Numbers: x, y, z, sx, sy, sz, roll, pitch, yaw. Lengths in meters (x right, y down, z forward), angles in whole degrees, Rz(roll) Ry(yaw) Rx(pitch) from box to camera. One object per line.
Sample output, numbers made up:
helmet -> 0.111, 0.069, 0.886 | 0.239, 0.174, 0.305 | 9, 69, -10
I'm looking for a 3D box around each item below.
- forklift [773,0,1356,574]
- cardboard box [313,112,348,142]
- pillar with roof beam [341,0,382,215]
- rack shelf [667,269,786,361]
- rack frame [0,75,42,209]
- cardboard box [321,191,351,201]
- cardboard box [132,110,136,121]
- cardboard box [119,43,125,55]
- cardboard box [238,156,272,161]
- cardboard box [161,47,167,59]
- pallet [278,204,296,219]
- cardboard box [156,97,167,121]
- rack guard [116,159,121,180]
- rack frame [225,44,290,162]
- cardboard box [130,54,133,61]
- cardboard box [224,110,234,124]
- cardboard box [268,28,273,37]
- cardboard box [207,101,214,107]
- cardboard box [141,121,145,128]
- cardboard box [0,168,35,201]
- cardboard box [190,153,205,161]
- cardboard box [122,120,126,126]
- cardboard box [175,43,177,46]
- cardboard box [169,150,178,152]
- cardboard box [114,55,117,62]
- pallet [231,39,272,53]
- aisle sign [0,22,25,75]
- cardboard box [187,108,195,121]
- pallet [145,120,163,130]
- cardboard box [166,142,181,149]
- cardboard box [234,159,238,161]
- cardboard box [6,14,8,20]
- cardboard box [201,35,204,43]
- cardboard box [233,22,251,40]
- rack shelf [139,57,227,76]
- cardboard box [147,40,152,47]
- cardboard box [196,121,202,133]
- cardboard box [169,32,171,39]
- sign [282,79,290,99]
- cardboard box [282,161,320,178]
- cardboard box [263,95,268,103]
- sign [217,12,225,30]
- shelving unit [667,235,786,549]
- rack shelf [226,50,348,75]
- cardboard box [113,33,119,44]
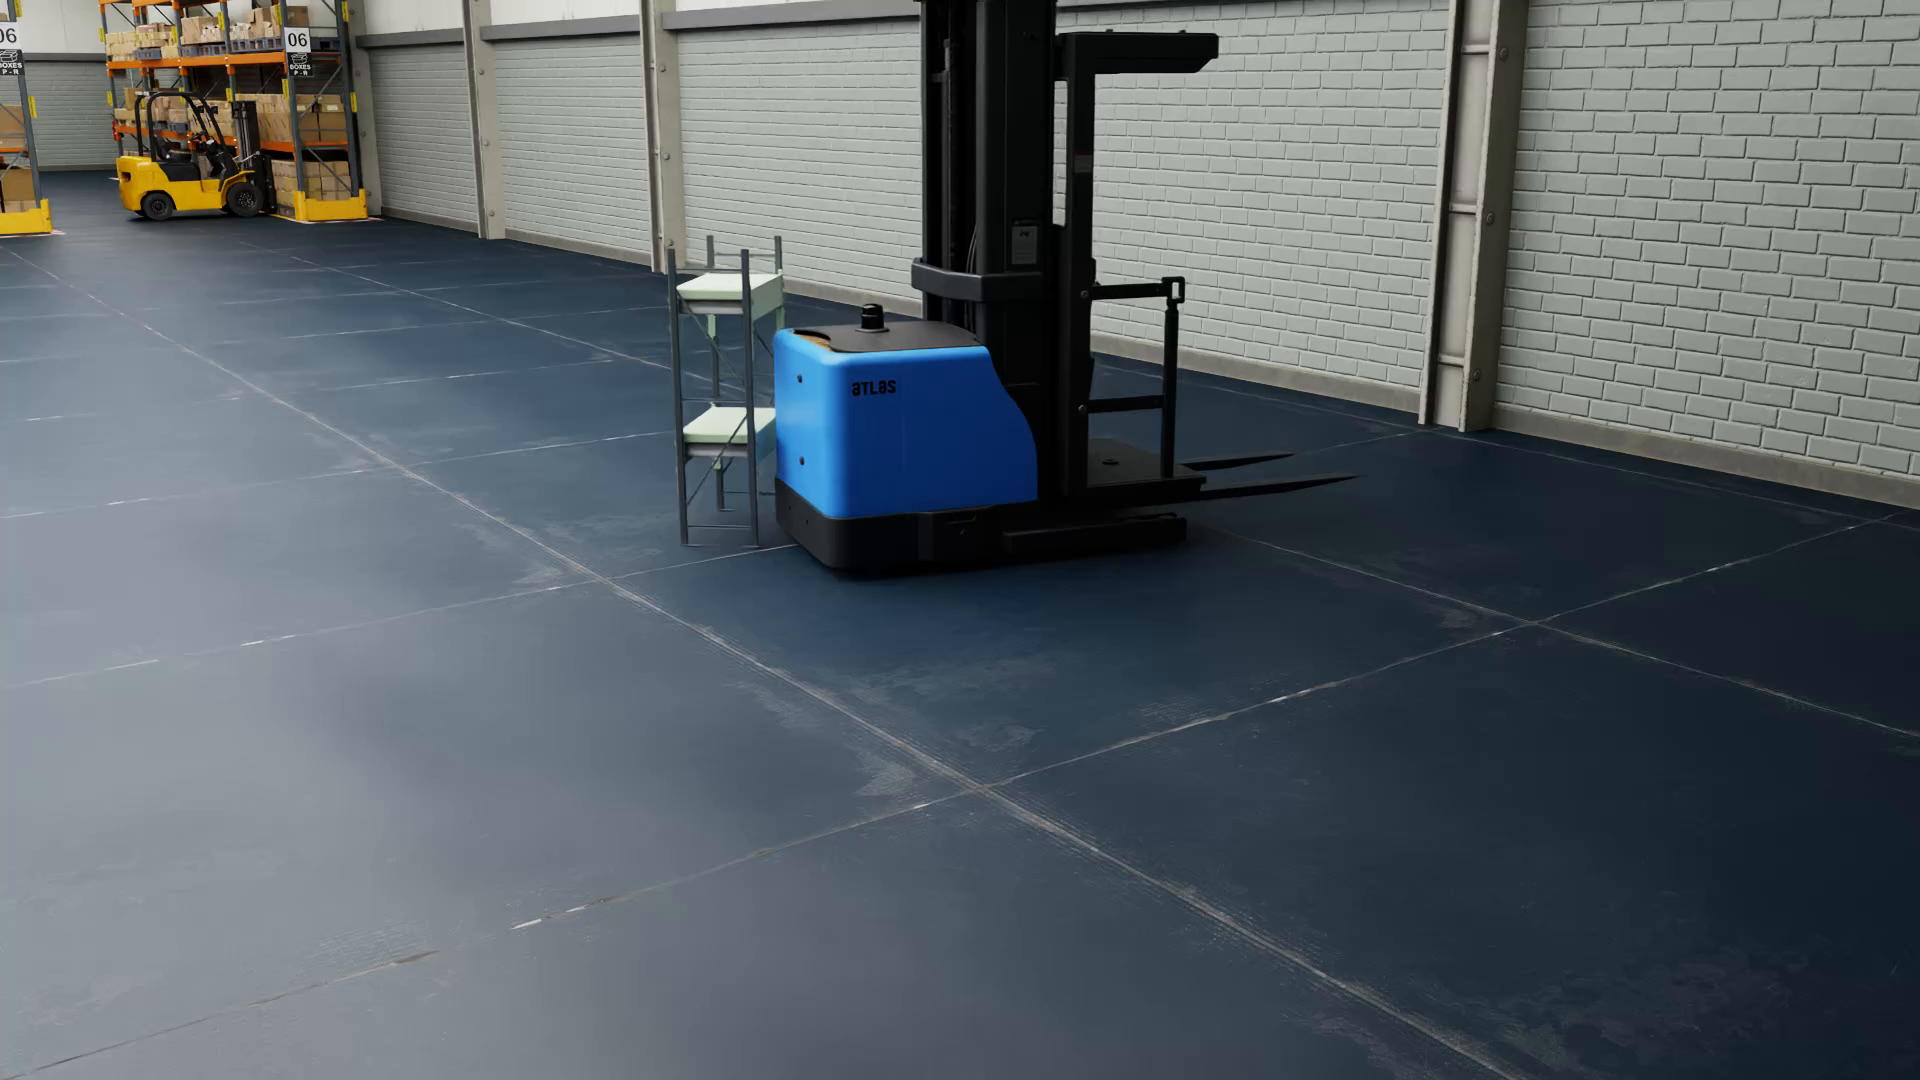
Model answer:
forklift -> 0.612, -1.478, 8.422 | 3.031, 2.935, 1.130 | -6, 16, -21
cardboard box -> -11.079, -7.274, 29.282 | 0.500, 0.500, 0.500 | -10, 18, -33
pillar with roof beam -> -14.175, -9.591, 26.572 | 9.100, 9.000, 0.400 | -11, 19, -35
rack shelf -> -1.179, -1.160, 8.494 | 0.431, 0.370, 0.720 | 2, 15, 6
rack frame -> -15.025, -6.306, 25.933 | 1.000, 3.000, 0.127 | -11, 19, -35
cardboard box -> -11.143, -6.089, 29.553 | 0.500, 0.250, 0.500 | -11, 19, -34
cardboard box -> -19.154, -9.995, 39.132 | 0.500, 0.250, 0.500 | -11, 19, -35
cardboard box -> -19.451, -11.551, 39.136 | 0.500, 0.250, 0.500 | -11, 19, -35
cardboard box -> -13.333, -7.138, 31.492 | 0.500, 0.250, 0.500 | -11, 19, -35
cardboard box -> -16.805, -10.446, 35.661 | 0.500, 0.250, 0.500 | -11, 19, -35
pallet -> -11.496, -5.889, 29.692 | 1.003, 0.211, 1.213 | -11, 19, -35
cardboard box -> -17.198, -9.474, 36.524 | 0.700, 0.500, 0.500 | -11, 19, -35
rack guard -> -20.375, -9.272, 41.505 | 1.175, 0.500, 0.348 | -11, 19, -35
rack frame -> -13.364, -7.931, 31.872 | 1.000, 3.000, 0.127 | -11, 19, -35
cardboard box -> -18.951, -11.161, 38.465 | 0.380, 0.149, 0.250 | -11, 19, -35
cardboard box -> -13.860, -8.165, 32.064 | 0.500, 0.250, 0.500 | -11, 19, -36
cardboard box -> -11.745, -8.783, 28.794 | 0.380, 0.149, 0.250 | -12, 19, -36
cardboard box -> -14.738, -8.644, 33.057 | 0.380, 0.149, 0.250 | -11, 19, -36
cardboard box -> -18.803, -9.651, 38.632 | 0.380, 0.149, 0.250 | -10, 18, -33
cardboard box -> -15.290, -5.764, 26.946 | 0.500, 0.500, 0.500 | -12, 19, -36
cardboard box -> -16.211, -8.161, 35.423 | 0.380, 0.149, 0.250 | -12, 19, -37
cardboard box -> -20.261, -10.213, 40.683 | 0.380, 0.149, 0.250 | -10, 18, -33
cardboard box -> -16.256, -10.449, 34.917 | 0.380, 0.149, 0.250 | -11, 19, -36
cardboard box -> -17.398, -8.616, 37.083 | 0.380, 0.149, 0.250 | -11, 19, -35
cardboard box -> -20.045, -11.537, 39.839 | 0.380, 0.149, 0.250 | -10, 18, -33
pallet -> -12.842, -9.157, 30.837 | 1.003, 0.211, 1.213 | -11, 19, -35
aisle sign -> -14.738, -7.595, 25.718 | 0.394, 0.787, 0.004 | -11, 19, -35
cardboard box -> -15.673, -8.818, 34.448 | 0.500, 0.250, 0.500 | -11, 19, -35
pallet -> -17.686, -9.359, 37.453 | 1.003, 0.211, 1.213 | -11, 19, -35
cardboard box -> -17.881, -8.927, 37.657 | 0.380, 0.149, 0.250 | -12, 19, -37
cardboard box -> -14.130, -7.265, 33.141 | 0.875, 0.625, 0.625 | -11, 19, -35
cardboard box -> -15.414, -8.303, 26.514 | 0.380, 0.149, 0.250 | -11, 19, -35
cardboard box -> -14.710, -9.860, 32.728 | 0.380, 0.149, 0.250 | -11, 19, -35
cardboard box -> -13.072, -9.370, 30.632 | 0.500, 0.311, 0.500 | -10, 18, -33
rack shelf -> -16.892, -10.312, 36.252 | 1.077, 0.370, 4.000 | -11, 19, -35
cardboard box -> -17.469, -10.817, 36.225 | 0.380, 0.149, 0.250 | -10, 18, -33
cardboard box -> -15.361, -8.472, 34.133 | 0.500, 0.250, 0.500 | -11, 19, -36
cardboard box -> -16.539, -10.705, 35.291 | 0.380, 0.149, 0.250 | -11, 19, -35
sign -> -11.459, -7.669, 28.270 | 0.100, 0.325, 0.005 | -11, 19, -35
cardboard box -> -11.535, -6.486, 29.109 | 0.500, 0.250, 0.500 | -10, 18, -33
cardboard box -> -12.225, -7.882, 29.712 | 0.380, 0.149, 0.250 | -10, 18, -33
sign -> -13.797, -9.693, 31.051 | 0.100, 0.325, 0.005 | -11, 19, -35
shelving unit -> -1.179, -0.784, 8.597 | 0.431, 1.500, 0.755 | 2, 15, 6
rack shelf -> -12.188, -8.604, 30.011 | 1.077, 0.370, 4.000 | -11, 19, -35
cardboard box -> -19.772, -11.902, 39.473 | 0.500, 0.250, 0.500 | -11, 19, -35
